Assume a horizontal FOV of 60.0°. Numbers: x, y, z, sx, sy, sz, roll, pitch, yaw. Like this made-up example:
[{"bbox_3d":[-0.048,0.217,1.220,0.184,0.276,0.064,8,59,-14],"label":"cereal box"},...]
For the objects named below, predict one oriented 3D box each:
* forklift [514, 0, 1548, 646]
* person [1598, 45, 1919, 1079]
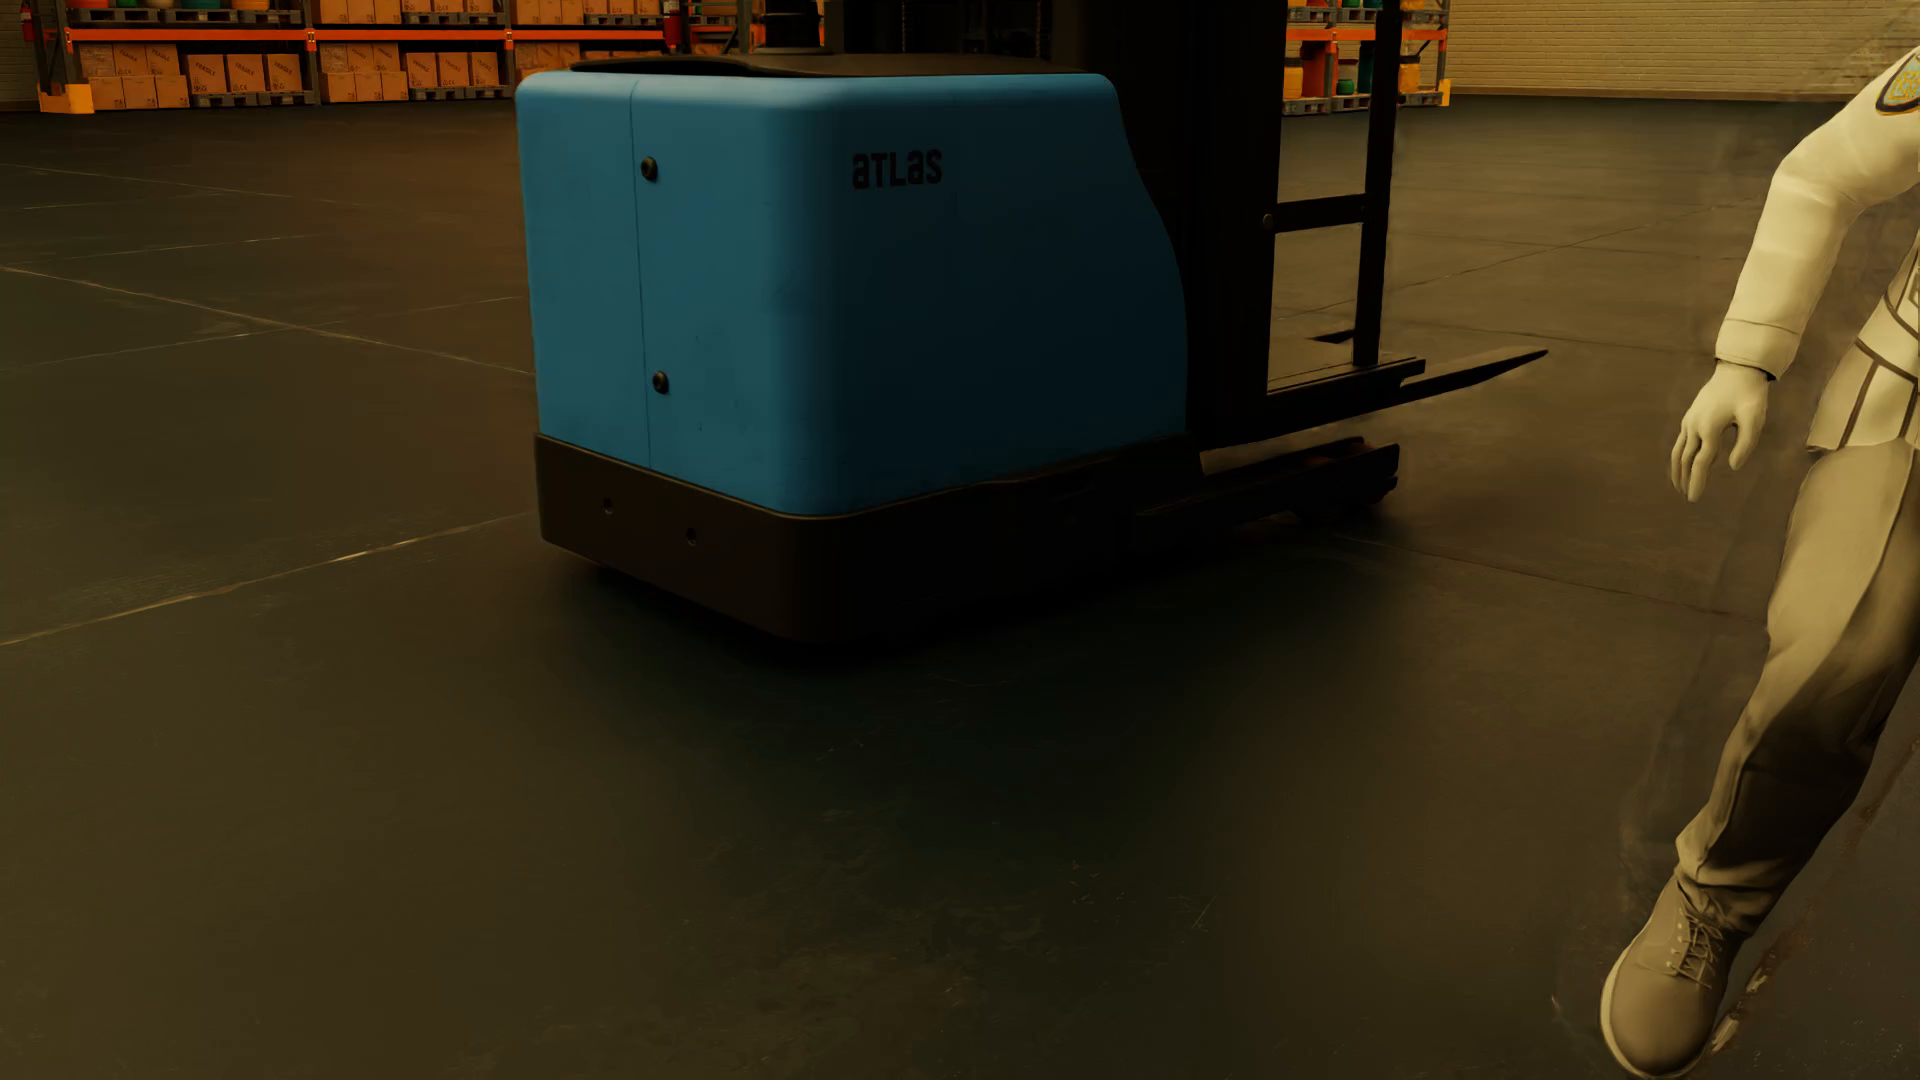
[{"bbox_3d":[0.475,-1.543,3.978,3.031,2.935,1.130,-15,23,-41],"label":"forklift"},{"bbox_3d":[1.098,-0.029,1.650,0.744,1.456,0.624,9,19,26],"label":"person"}]
